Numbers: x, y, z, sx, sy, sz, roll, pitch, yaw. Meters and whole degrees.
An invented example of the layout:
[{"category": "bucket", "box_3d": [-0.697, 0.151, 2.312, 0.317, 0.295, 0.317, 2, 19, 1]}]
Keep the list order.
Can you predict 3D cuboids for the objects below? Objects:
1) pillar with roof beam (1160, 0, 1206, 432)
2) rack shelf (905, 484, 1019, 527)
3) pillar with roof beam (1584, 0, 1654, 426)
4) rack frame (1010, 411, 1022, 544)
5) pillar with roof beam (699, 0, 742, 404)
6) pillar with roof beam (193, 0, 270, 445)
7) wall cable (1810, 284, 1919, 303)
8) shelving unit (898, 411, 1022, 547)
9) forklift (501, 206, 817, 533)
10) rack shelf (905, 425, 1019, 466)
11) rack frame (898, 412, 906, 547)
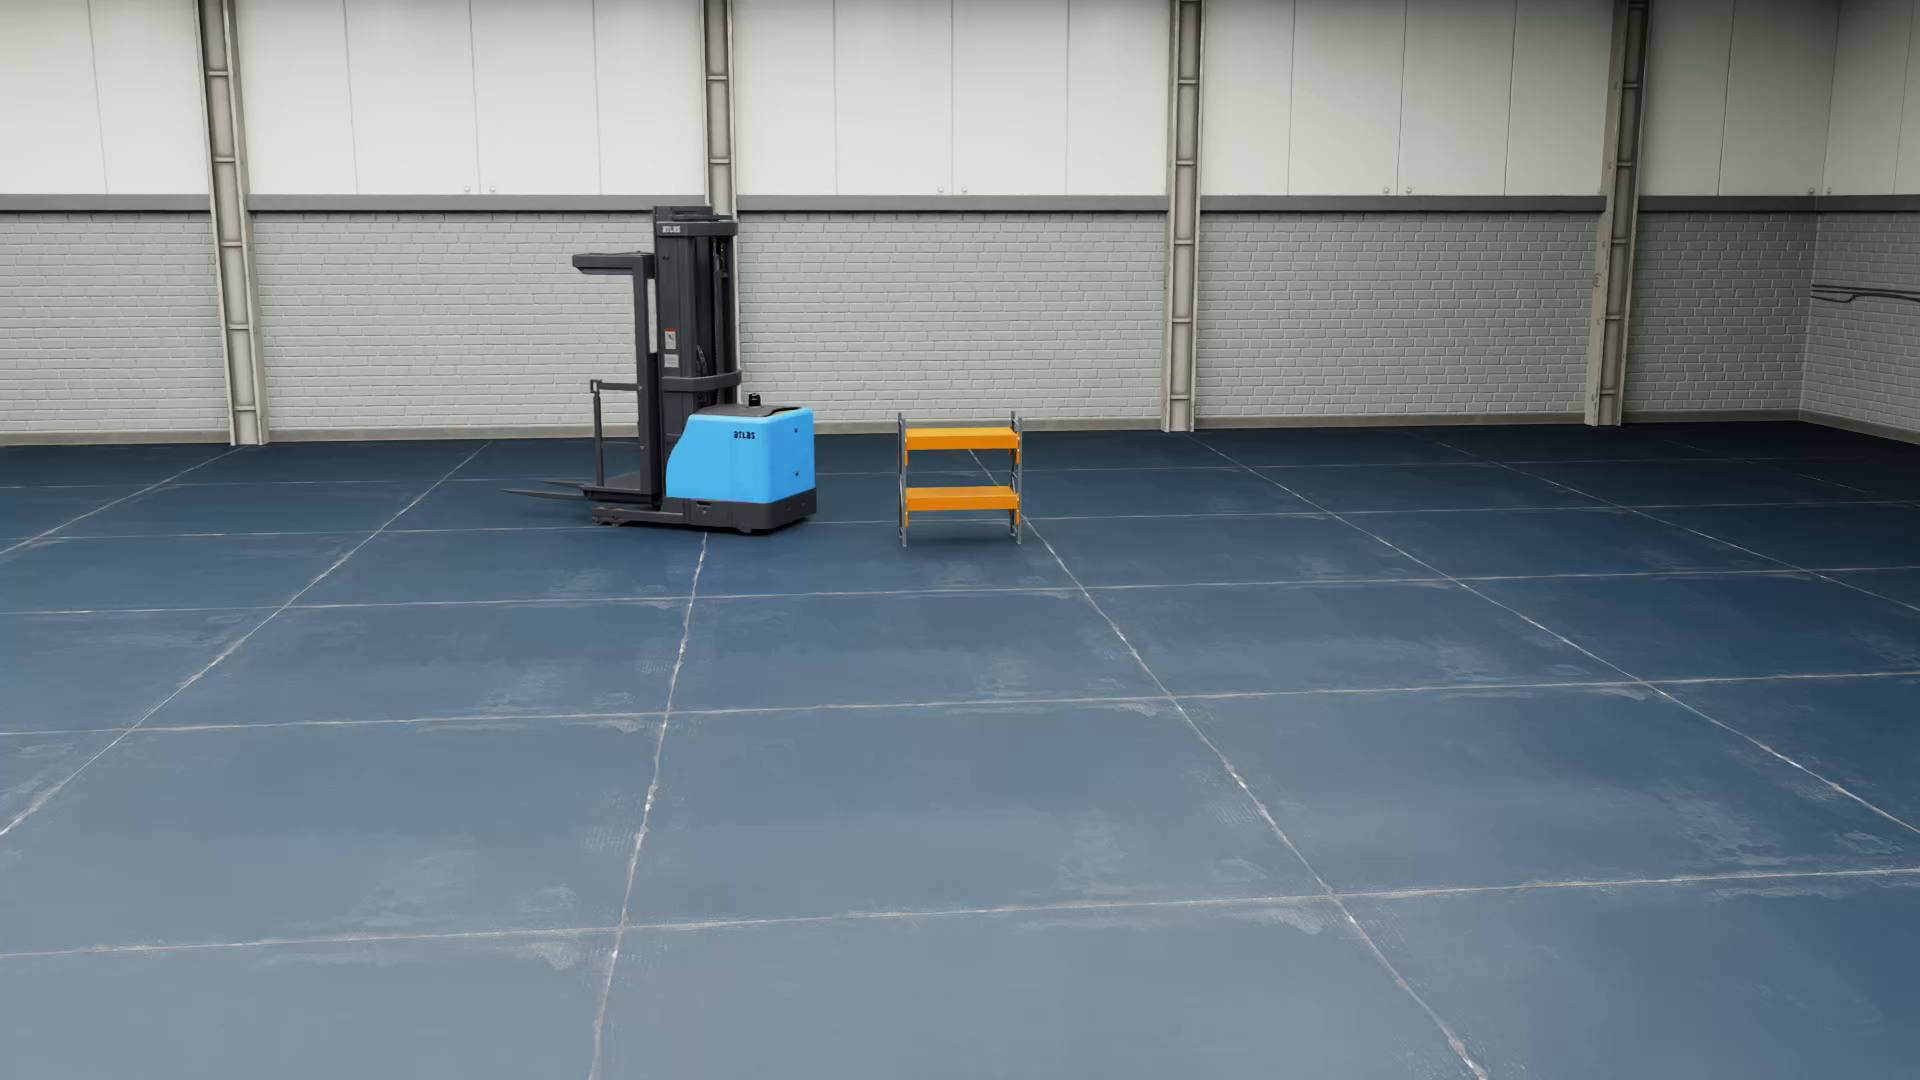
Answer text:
[{"category": "pillar with roof beam", "box_3d": [3.388, -5.067, 17.313, 0.400, 9.000, 9.100, -1, 11, -6]}, {"category": "rack shelf", "box_3d": [-0.007, -0.312, 14.806, 1.000, 0.278, 0.538, -1, 11, -6]}, {"category": "pillar with roof beam", "box_3d": [9.353, -5.192, 17.949, 0.400, 9.000, 9.100, -1, 11, -6]}, {"category": "rack frame", "box_3d": [0.499, -0.562, 14.813, 0.032, 1.125, 0.500, -1, 11, -6]}, {"category": "pillar with roof beam", "box_3d": [-2.577, -4.942, 16.677, 0.400, 9.000, 9.100, -1, 11, -6]}, {"category": "pillar with roof beam", "box_3d": [-8.542, -4.817, 16.041, 0.400, 9.000, 9.100, -1, 11, -6]}, {"category": "wall cable", "box_3d": [11.960, -4.301, 21.470, 0.112, 2.526, 3.097, -1, 11, -6]}, {"category": "shelving unit", "box_3d": [-0.007, -0.552, 14.759, 1.048, 1.125, 0.538, -1, 11, -6]}, {"category": "forklift", "box_3d": [-2.936, -1.657, 15.698, 3.031, 2.935, 1.130, 4, 12, 21]}, {"category": "rack shelf", "box_3d": [-0.007, -0.839, 14.702, 1.000, 0.278, 0.538, -1, 11, -6]}, {"category": "rack frame", "box_3d": [-0.512, -0.541, 14.705, 0.032, 1.125, 0.500, -1, 11, -6]}]
